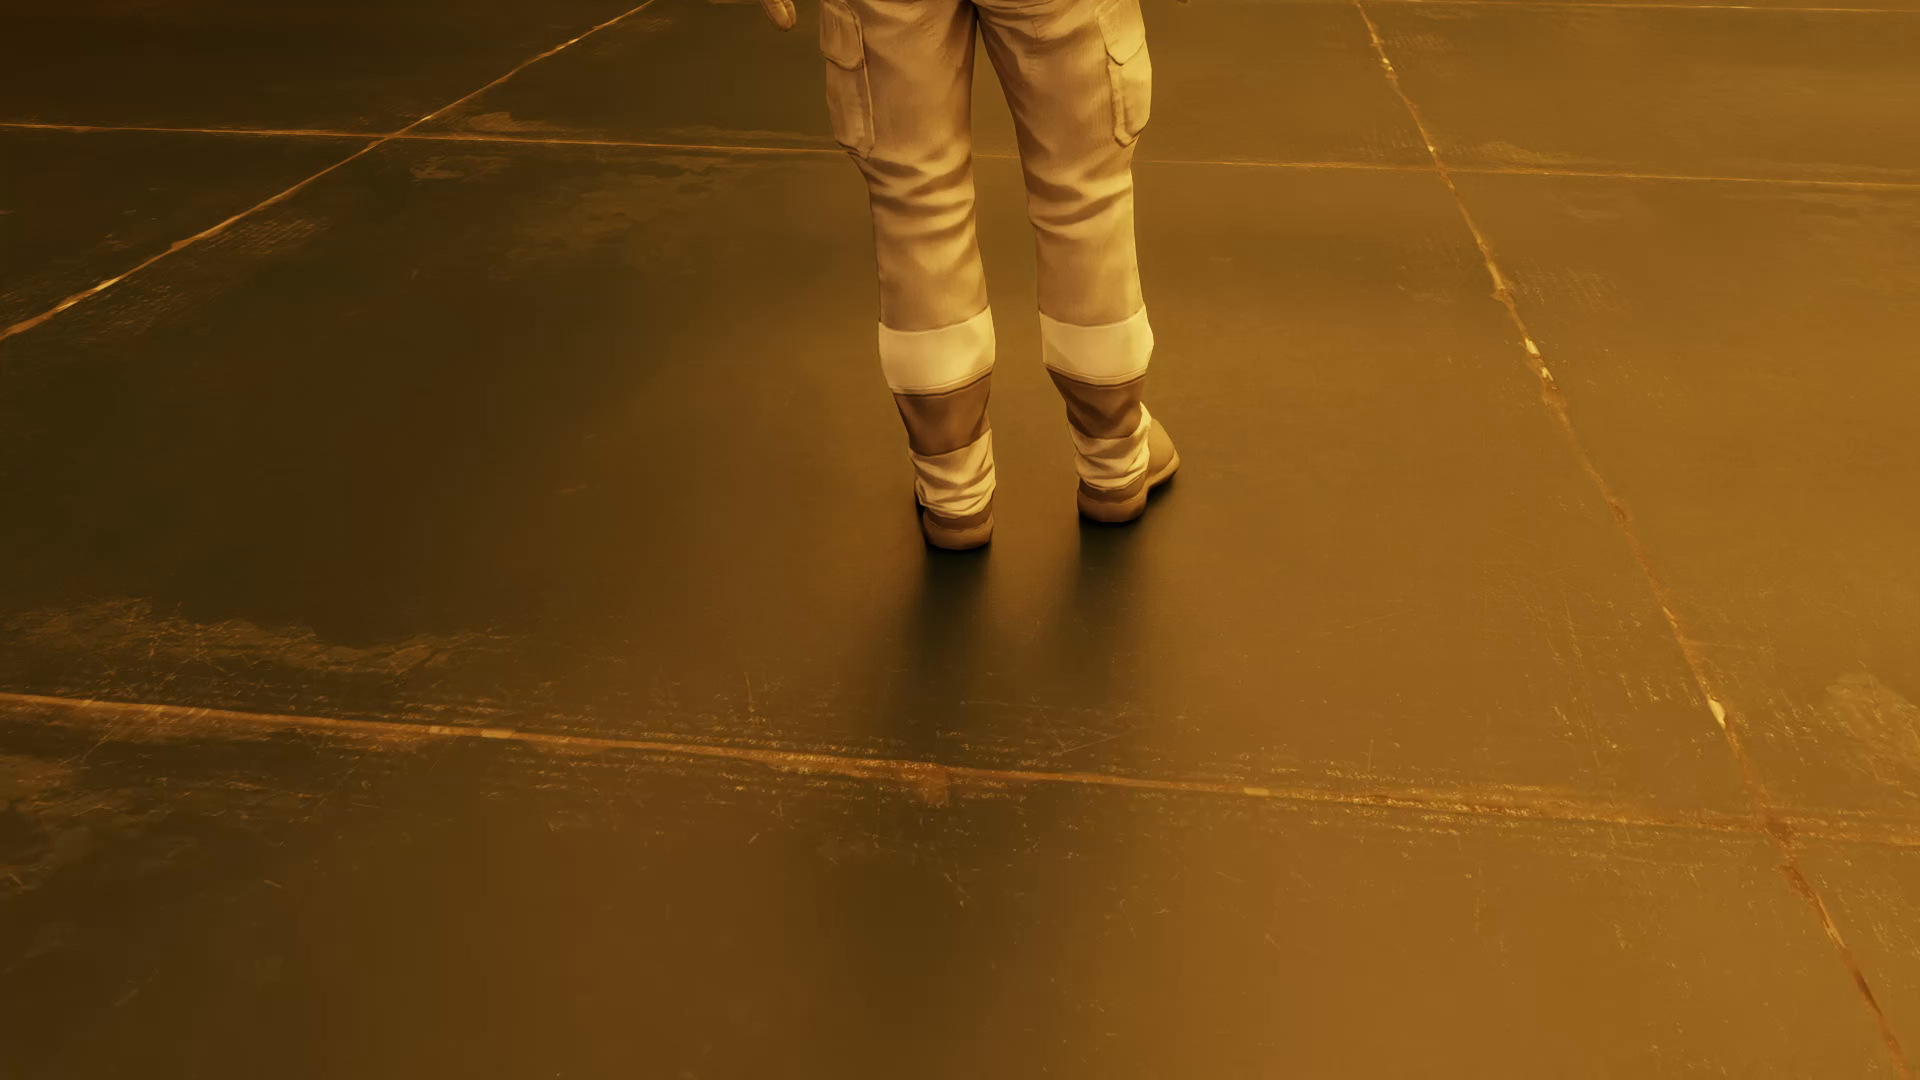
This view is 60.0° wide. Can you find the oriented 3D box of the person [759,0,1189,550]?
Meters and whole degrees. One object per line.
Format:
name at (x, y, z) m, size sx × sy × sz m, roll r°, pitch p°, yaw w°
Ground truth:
person at (0.023, -0.842, 2.167) m, size 0.637 × 1.787 × 0.563 m, roll 3°, pitch 27°, yaw 7°
